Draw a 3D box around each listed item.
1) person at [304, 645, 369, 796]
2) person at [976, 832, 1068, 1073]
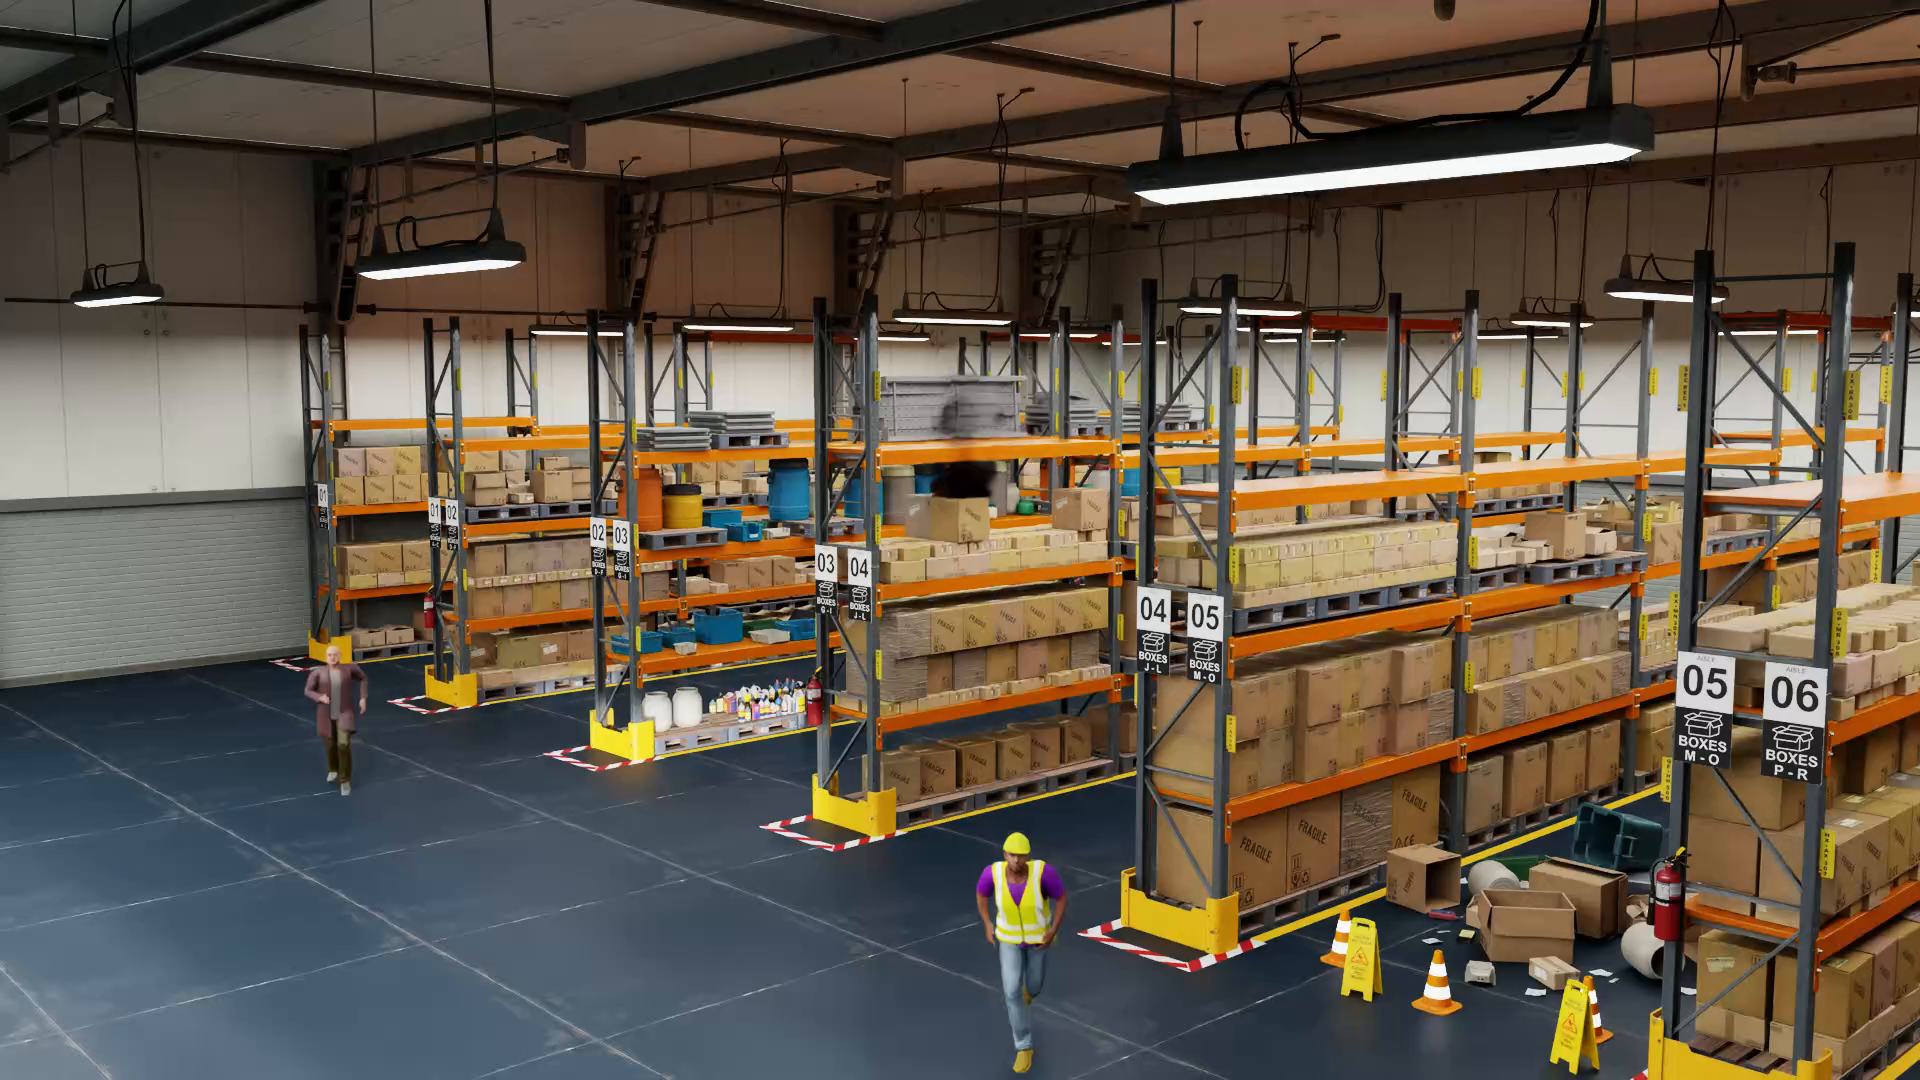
[{"bbox_3d":[-7.708,2.218,20.585,0.740,1.867,0.846,-2,6,-17],"label":"person"},{"bbox_3d":[0.469,3.045,12.706,0.701,1.752,1.000,0,6,3],"label":"person"}]
